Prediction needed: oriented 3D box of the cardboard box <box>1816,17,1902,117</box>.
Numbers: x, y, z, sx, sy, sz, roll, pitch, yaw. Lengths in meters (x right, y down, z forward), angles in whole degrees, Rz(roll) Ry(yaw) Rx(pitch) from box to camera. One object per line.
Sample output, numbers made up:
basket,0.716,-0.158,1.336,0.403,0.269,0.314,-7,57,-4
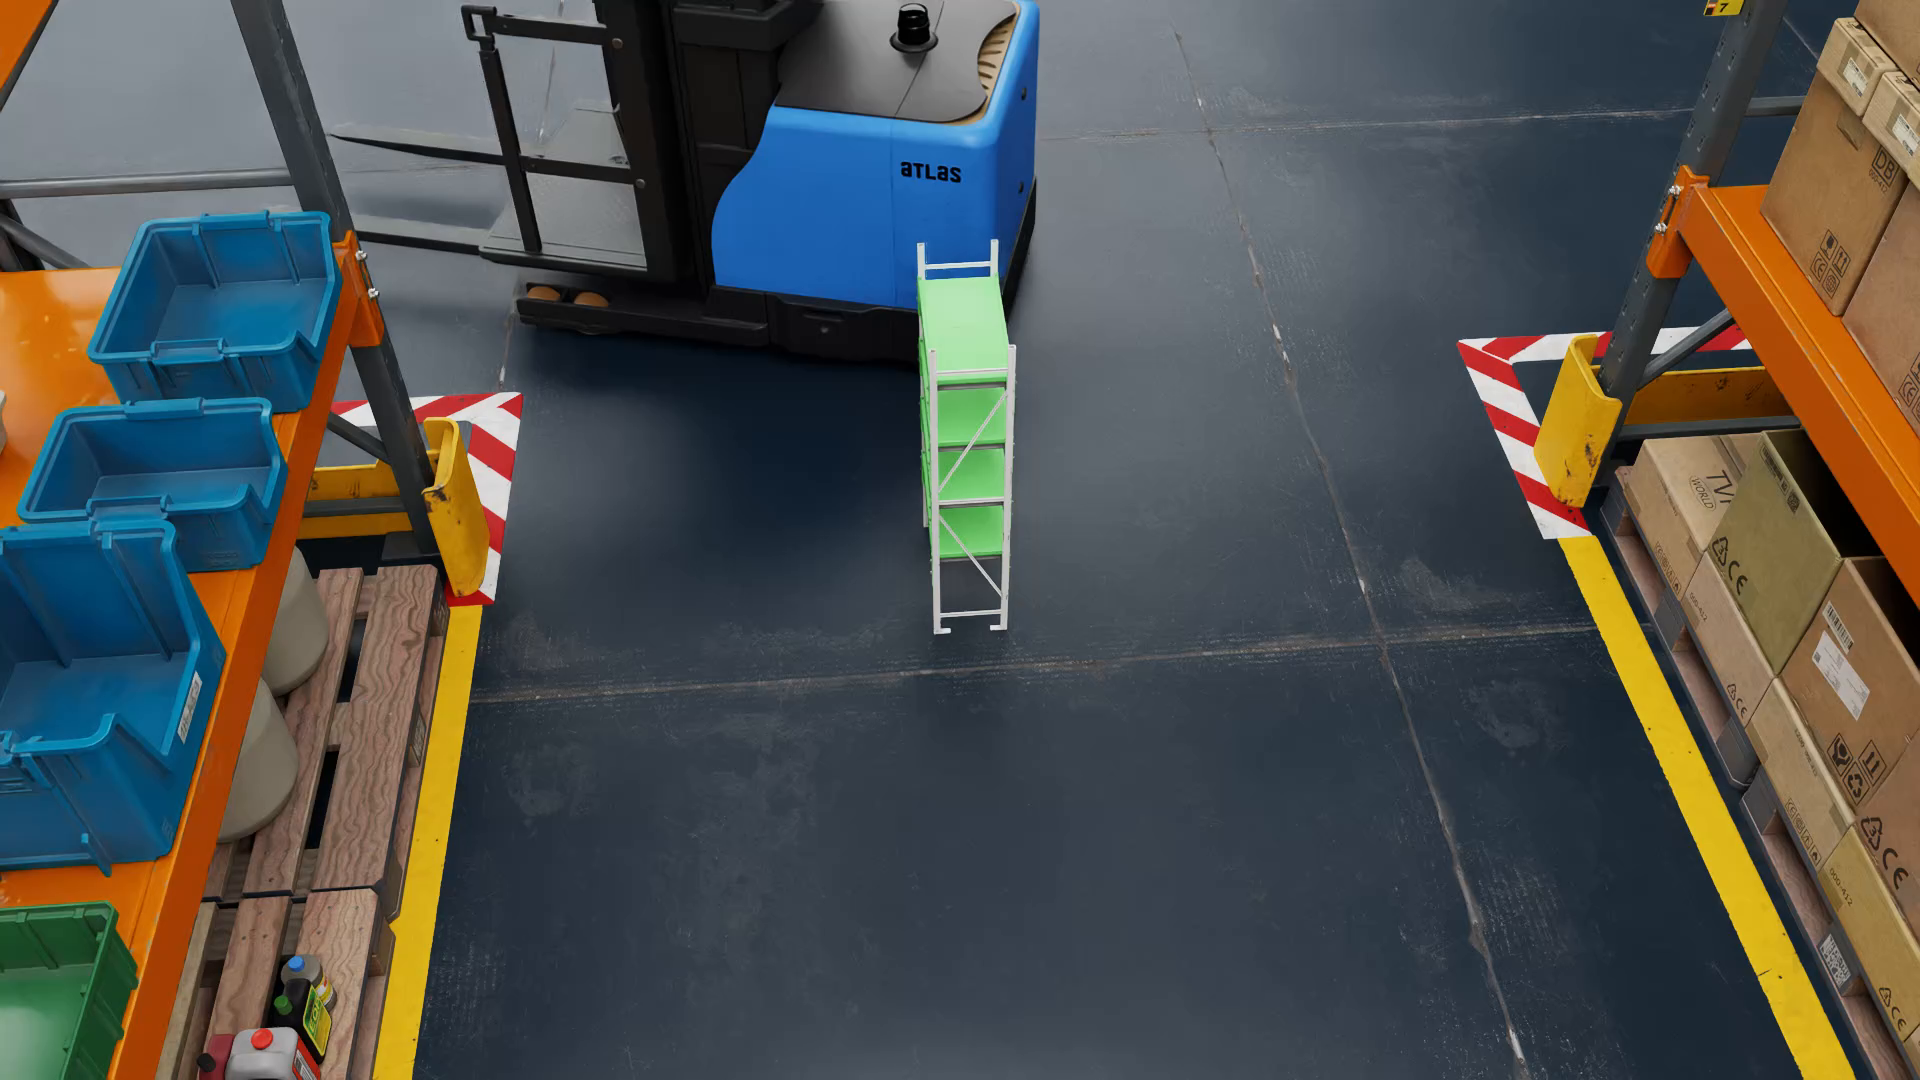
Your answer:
cardboard box,2.499,-1.245,4.347,0.380,0.149,0.250,-4,47,-4

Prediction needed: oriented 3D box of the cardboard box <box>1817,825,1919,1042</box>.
cardboard box,2.627,1.004,4.338,0.500,0.250,0.500,-3,47,-3

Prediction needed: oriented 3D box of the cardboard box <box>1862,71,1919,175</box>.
cardboard box,2.523,-1.054,4.166,0.380,0.149,0.250,-5,47,-4

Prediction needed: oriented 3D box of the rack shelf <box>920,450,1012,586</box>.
rack shelf,0.014,-0.084,5.422,0.258,0.148,0.480,-3,47,-3

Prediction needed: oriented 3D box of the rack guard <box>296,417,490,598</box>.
rack guard,-2.203,-0.074,5.476,1.175,0.500,0.348,-3,47,-3

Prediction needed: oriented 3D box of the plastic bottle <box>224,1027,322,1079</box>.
plastic bottle,-1.672,1.286,4.039,0.152,0.276,0.135,-3,47,-3

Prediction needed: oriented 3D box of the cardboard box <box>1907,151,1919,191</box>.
cardboard box,2.543,-0.873,3.995,0.380,0.149,0.250,-3,47,-3

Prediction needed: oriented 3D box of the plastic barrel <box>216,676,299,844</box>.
plastic barrel,-2.083,0.559,4.578,0.421,0.512,0.421,0,47,0

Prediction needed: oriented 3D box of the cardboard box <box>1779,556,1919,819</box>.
cardboard box,2.602,0.383,4.409,0.500,0.500,0.500,-3,47,-3

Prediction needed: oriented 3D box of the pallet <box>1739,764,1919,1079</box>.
pallet,2.885,1.106,4.557,1.003,0.211,1.213,-3,47,-3

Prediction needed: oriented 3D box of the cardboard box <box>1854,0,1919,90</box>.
cardboard box,2.711,-1.388,4.036,0.700,0.500,0.500,-3,47,-3

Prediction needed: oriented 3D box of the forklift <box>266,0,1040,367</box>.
forklift,-1.258,-2.176,5.792,3.031,2.935,1.130,8,47,8

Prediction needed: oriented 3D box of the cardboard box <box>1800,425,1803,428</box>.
cardboard box,3.022,-0.371,5.123,0.500,0.500,0.500,-3,47,-3

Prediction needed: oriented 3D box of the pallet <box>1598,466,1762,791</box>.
pallet,2.786,0.225,5.391,1.003,0.211,1.213,-3,47,-3

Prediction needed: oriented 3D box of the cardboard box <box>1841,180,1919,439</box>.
cardboard box,2.755,-0.600,4.184,0.700,0.500,0.500,-2,47,-2

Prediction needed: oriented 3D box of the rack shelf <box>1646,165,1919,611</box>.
rack shelf,2.848,0.410,3.791,1.077,0.370,4.000,-3,47,-3

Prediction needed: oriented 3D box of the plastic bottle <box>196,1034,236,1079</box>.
plastic bottle,-1.778,1.290,4.030,0.061,0.283,0.133,-3,47,-3

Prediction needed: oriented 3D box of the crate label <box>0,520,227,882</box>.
crate label,-1.832,0.317,3.359,0.502,0.435,0.616,-3,47,-3

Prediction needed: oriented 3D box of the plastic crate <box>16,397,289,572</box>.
plastic crate,-1.867,-0.120,3.901,0.499,0.251,0.408,-3,47,-3

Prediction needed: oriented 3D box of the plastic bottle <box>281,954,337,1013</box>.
plastic bottle,-1.665,1.127,4.241,0.097,0.201,0.097,0,47,0

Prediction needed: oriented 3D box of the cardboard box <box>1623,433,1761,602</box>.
cardboard box,2.503,-0.082,5.366,0.500,0.250,0.500,-3,47,-3

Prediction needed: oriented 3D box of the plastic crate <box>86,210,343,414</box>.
plastic crate,-1.916,-0.591,4.346,0.499,0.251,0.616,-3,47,-3

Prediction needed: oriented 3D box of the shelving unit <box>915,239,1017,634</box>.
shelving unit,0.014,-0.293,5.201,0.258,1.200,0.503,-3,47,-3

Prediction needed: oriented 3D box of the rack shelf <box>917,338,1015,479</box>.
rack shelf,0.014,-0.414,5.073,0.258,0.148,0.480,-3,47,-3

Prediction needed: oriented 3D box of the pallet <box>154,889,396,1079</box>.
pallet,-2.041,1.494,4.190,1.003,0.211,1.213,-3,47,-3

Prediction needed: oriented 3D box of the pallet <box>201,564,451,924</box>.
pallet,-2.140,0.613,5.024,1.003,0.211,1.213,-3,47,-3

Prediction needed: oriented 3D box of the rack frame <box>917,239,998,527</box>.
rack frame,-0.007,-0.469,5.368,0.240,1.200,0.015,-3,47,-3

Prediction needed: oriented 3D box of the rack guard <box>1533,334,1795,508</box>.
rack guard,2.678,-0.442,5.824,1.175,0.500,0.348,-3,47,-3

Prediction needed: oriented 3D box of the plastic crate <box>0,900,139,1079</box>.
plastic crate,-1.754,0.982,2.900,0.450,0.188,0.662,-3,47,-3

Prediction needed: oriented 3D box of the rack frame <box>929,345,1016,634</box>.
rack frame,0.034,-0.116,5.034,0.240,1.200,0.015,-3,47,-3

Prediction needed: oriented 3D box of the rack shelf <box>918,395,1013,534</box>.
rack shelf,0.014,-0.249,5.247,0.258,0.148,0.480,-3,47,-3

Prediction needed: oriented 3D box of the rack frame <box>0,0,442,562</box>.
rack frame,-2.256,-0.986,4.618,1.000,3.000,0.127,-3,47,-3

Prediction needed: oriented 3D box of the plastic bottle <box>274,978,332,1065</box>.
plastic bottle,-1.637,1.183,4.132,0.061,0.283,0.133,-2,47,-2

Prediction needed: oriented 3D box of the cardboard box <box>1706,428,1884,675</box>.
cardboard box,2.547,0.022,4.751,0.500,0.500,0.500,-3,47,-3

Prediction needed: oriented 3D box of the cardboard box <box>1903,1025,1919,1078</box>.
cardboard box,2.670,1.366,3.995,0.500,0.250,0.500,-3,47,-3

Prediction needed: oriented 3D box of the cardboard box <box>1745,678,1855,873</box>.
cardboard box,2.590,0.642,4.681,0.500,0.250,0.500,-3,47,-3

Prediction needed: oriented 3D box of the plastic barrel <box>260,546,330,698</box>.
plastic barrel,-2.125,0.197,4.922,0.421,0.512,0.421,0,47,0

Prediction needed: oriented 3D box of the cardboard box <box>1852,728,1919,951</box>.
cardboard box,2.626,0.746,4.066,0.500,0.500,0.500,-3,47,-3

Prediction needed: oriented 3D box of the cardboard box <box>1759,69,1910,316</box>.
cardboard box,2.707,-0.980,4.543,0.700,0.500,0.500,-3,47,-3

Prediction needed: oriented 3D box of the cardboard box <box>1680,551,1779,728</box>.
cardboard box,2.549,0.280,5.023,0.500,0.250,0.500,-3,47,-3

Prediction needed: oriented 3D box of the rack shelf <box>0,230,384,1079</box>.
rack shelf,-2.089,0.709,3.508,1.077,0.370,4.000,-3,47,-3

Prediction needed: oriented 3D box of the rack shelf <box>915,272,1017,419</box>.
rack shelf,0.014,-0.579,4.899,0.258,0.148,0.480,-3,47,-3

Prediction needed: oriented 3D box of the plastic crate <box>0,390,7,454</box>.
plastic crate,-2.502,-0.228,4.082,0.298,0.136,0.250,-3,47,-3

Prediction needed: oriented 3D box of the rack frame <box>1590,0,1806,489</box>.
rack frame,2.680,-1.284,4.900,1.000,3.000,0.127,-3,47,-3

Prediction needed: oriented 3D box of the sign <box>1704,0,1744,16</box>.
sign,2.127,-1.580,4.529,0.100,0.325,0.005,-3,47,-3
